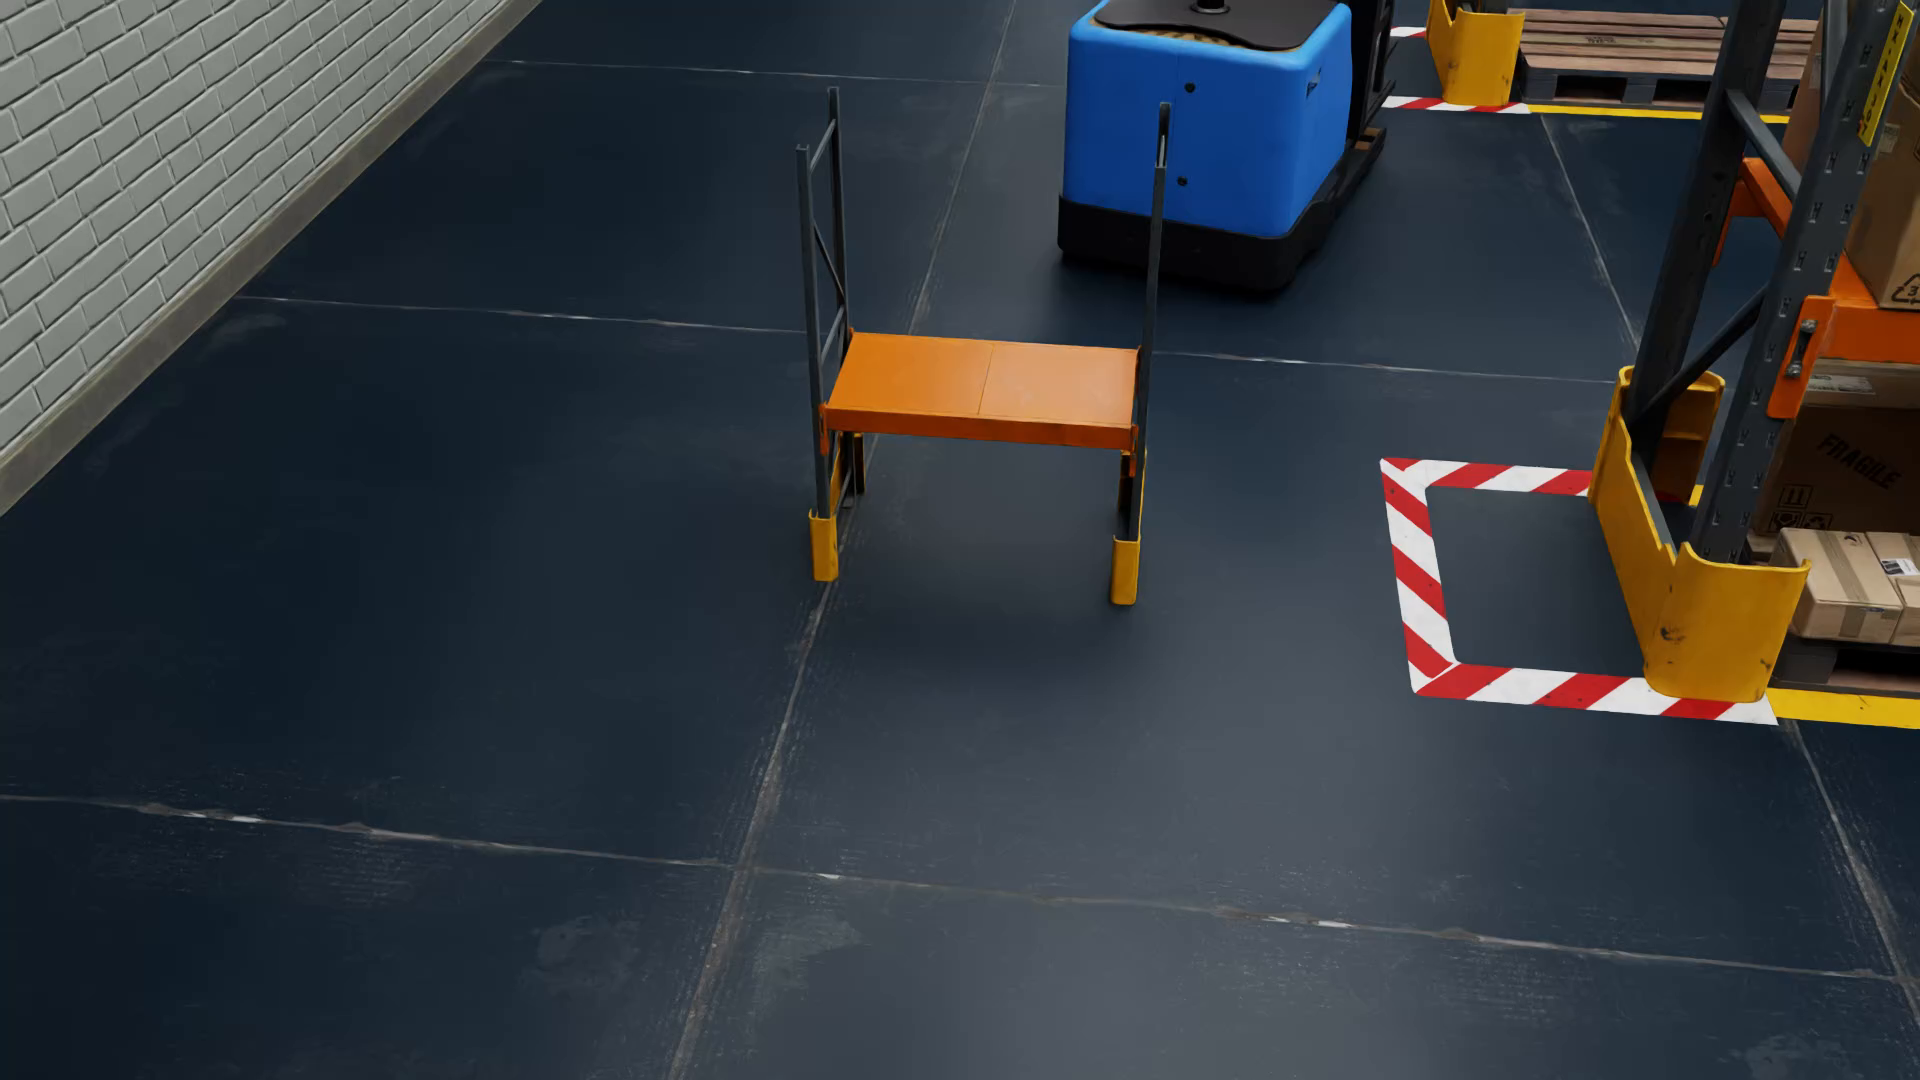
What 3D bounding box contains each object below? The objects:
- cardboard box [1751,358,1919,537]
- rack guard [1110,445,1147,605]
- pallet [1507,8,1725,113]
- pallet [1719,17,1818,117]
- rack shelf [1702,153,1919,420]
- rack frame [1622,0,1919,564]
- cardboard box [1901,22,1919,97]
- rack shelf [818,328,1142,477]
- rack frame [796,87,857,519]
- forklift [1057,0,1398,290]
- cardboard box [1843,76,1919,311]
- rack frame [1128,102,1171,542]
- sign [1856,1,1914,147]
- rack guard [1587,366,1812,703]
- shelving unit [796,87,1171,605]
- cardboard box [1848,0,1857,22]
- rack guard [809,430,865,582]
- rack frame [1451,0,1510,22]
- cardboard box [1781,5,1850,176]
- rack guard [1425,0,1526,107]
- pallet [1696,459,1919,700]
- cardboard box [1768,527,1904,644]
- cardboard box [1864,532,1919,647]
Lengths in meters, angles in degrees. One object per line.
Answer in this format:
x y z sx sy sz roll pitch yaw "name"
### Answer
2.854 -0.338 5.415 0.500 0.500 0.500 4 36 6 "cardboard box"
0.570 -0.059 5.618 0.087 0.250 0.587 4 36 6 "rack guard"
3.731 -2.711 9.366 1.213 0.211 1.003 4 36 6 "pallet"
4.937 -2.619 9.238 1.213 0.211 1.003 4 36 6 "pallet"
4.267 -0.634 4.676 4.000 0.370 1.077 4 36 6 "rack shelf"
2.283 -1.075 4.674 0.127 3.000 1.000 4 36 6 "rack frame"
2.690 -1.338 4.096 0.500 0.500 0.500 5 36 7 "cardboard box"
0.085 -0.458 5.410 1.000 0.185 0.538 4 36 6 "rack shelf"
-0.420 -0.642 5.358 0.032 1.500 0.500 4 36 6 "rack frame"
1.512 -3.110 7.585 1.130 2.935 3.031 15 38 20 "forklift"
2.690 -0.931 4.386 0.500 0.500 0.500 5 36 7 "cardboard box"
0.589 -0.567 5.253 0.032 1.500 0.500 4 36 6 "rack frame"
2.214 -1.115 3.985 0.005 0.325 0.100 4 36 6 "sign"
2.358 -0.052 5.393 0.348 0.500 1.175 4 36 6 "rack guard"
0.076 -0.605 5.306 1.083 1.500 0.587 4 36 6 "shelving unit"
2.759 -1.648 4.531 0.500 0.500 0.500 4 36 6 "cardboard box"
-0.418 -0.133 5.721 0.087 0.250 0.587 4 36 6 "rack guard"
2.918 -3.929 8.673 0.127 3.000 1.000 4 36 6 "rack frame"
2.762 -1.240 4.819 0.500 0.500 0.500 5 36 7 "cardboard box"
2.892 -2.906 9.391 0.348 0.500 1.175 4 36 6 "rack guard"
3.149 0.124 5.395 1.213 0.211 1.003 4 36 6 "pallet"
2.655 0.135 5.054 0.250 0.149 0.380 4 36 6 "cardboard box"
2.903 0.147 5.023 0.250 0.166 0.380 4 36 6 "cardboard box"
